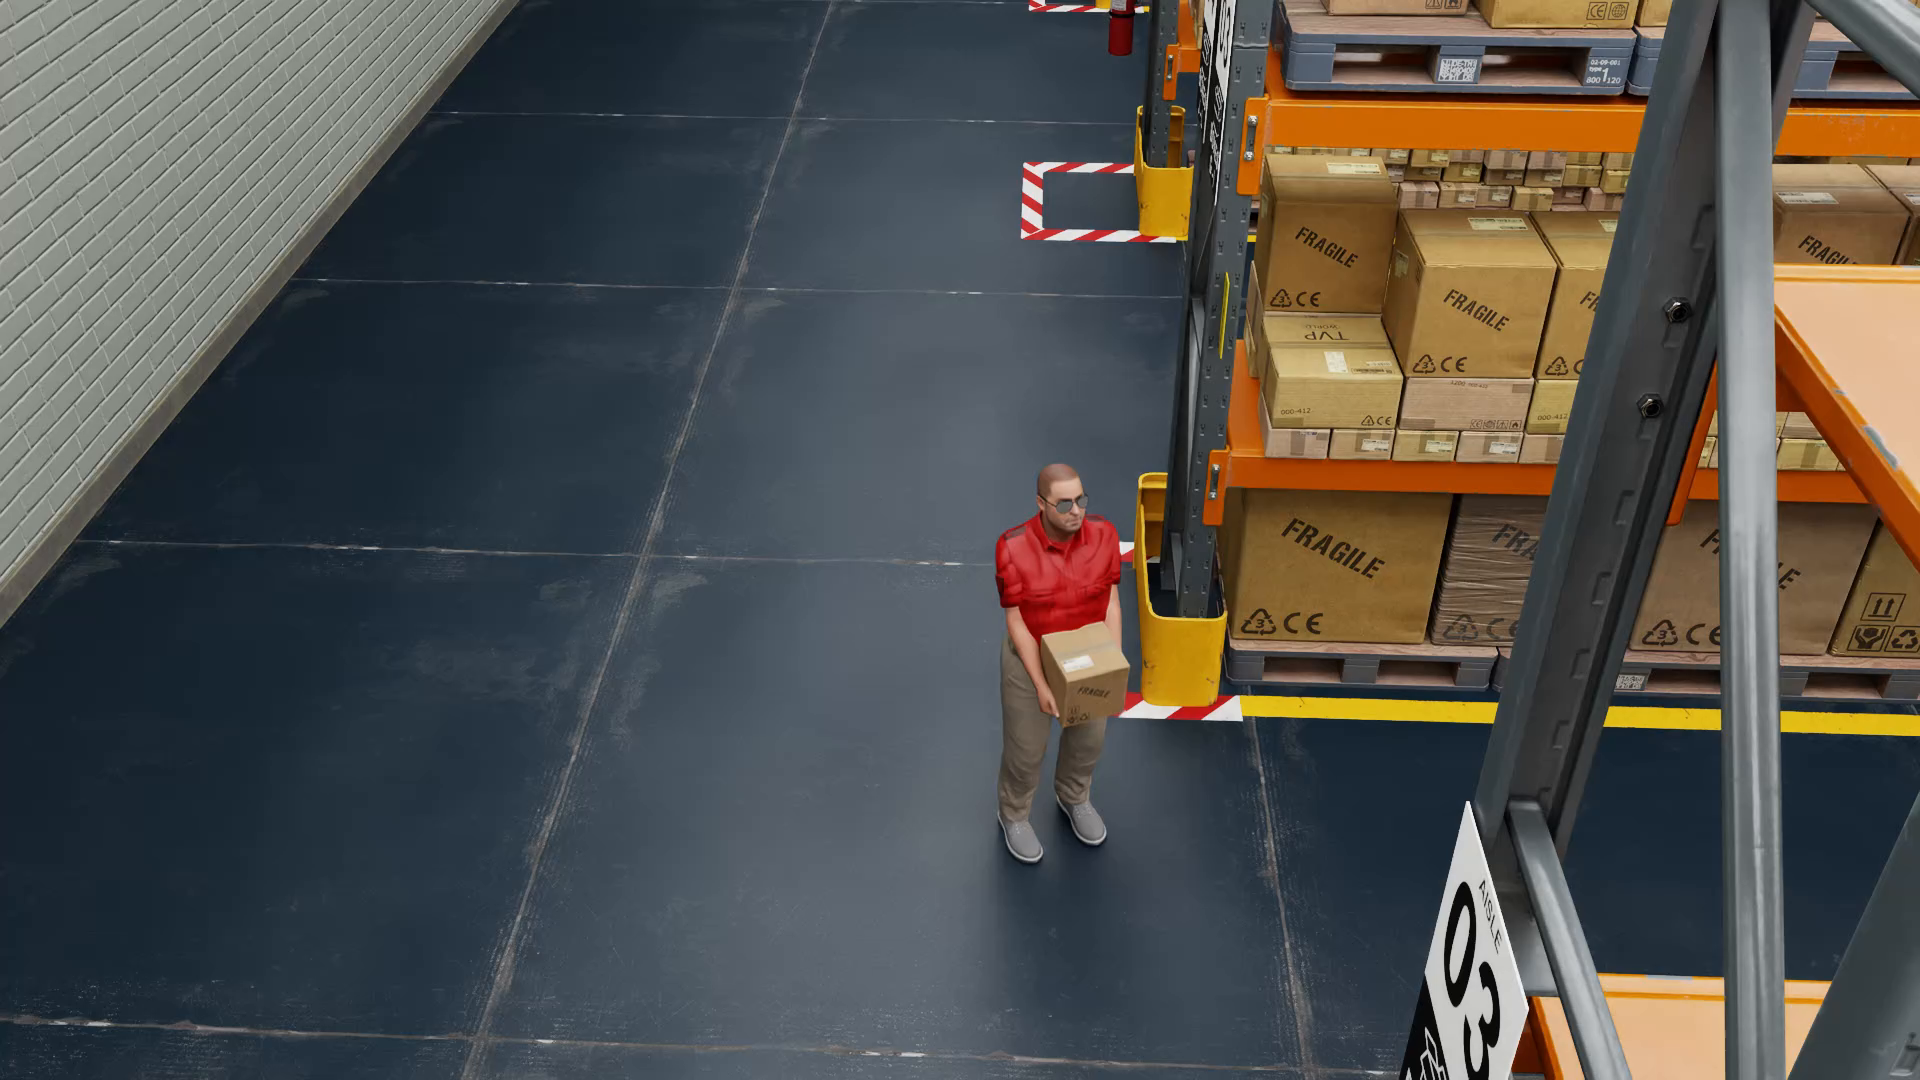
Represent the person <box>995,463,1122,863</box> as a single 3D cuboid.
[{"bbox_3d":[0.411,0.527,6.402,0.494,1.712,0.530,-12,37,-16],"label":"person"}]
